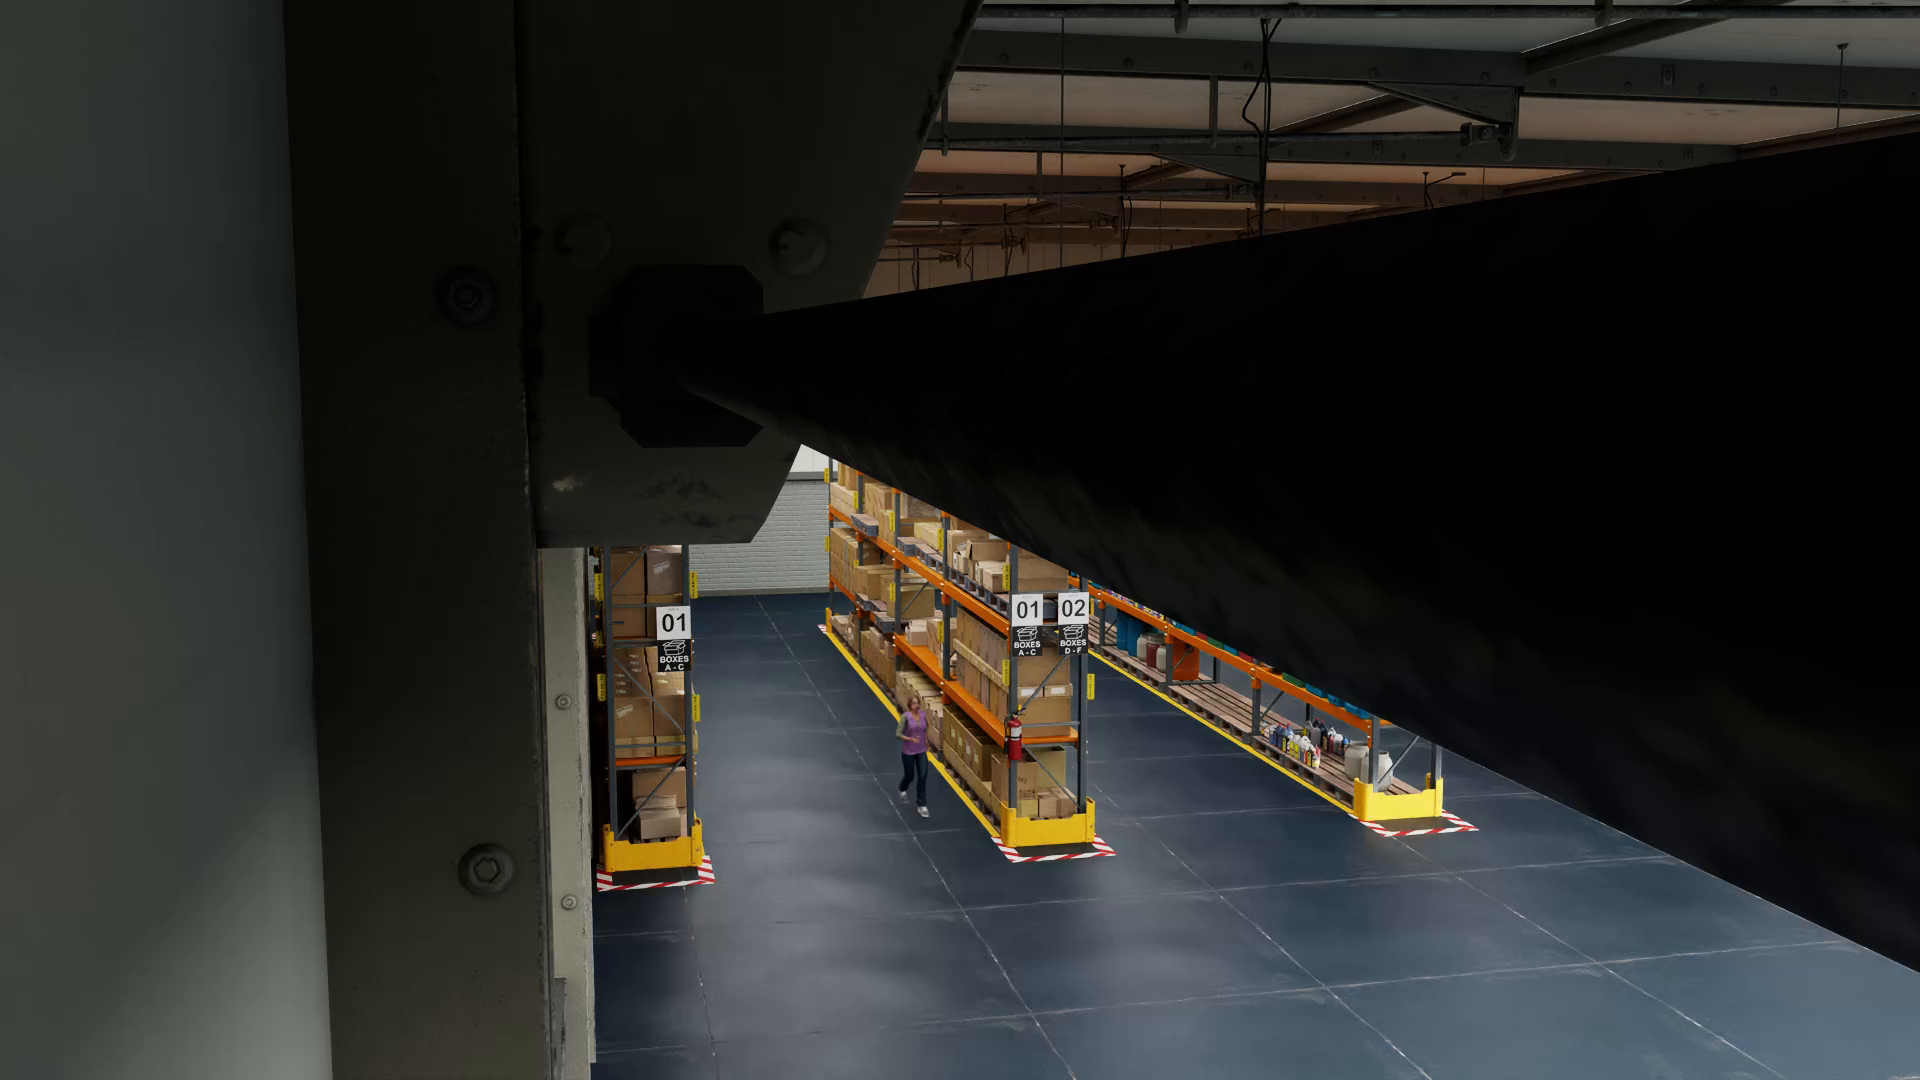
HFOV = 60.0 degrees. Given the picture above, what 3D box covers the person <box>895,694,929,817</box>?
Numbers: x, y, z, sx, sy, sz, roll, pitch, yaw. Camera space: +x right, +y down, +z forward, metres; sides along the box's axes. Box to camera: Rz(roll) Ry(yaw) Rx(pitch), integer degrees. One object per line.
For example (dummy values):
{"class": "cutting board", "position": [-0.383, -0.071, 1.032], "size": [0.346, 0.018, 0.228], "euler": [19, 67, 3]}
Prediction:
{"class": "person", "position": [-0.613, 2.852, 22.315], "size": [0.543, 1.586, 0.849], "euler": [-3, 7, -22]}
